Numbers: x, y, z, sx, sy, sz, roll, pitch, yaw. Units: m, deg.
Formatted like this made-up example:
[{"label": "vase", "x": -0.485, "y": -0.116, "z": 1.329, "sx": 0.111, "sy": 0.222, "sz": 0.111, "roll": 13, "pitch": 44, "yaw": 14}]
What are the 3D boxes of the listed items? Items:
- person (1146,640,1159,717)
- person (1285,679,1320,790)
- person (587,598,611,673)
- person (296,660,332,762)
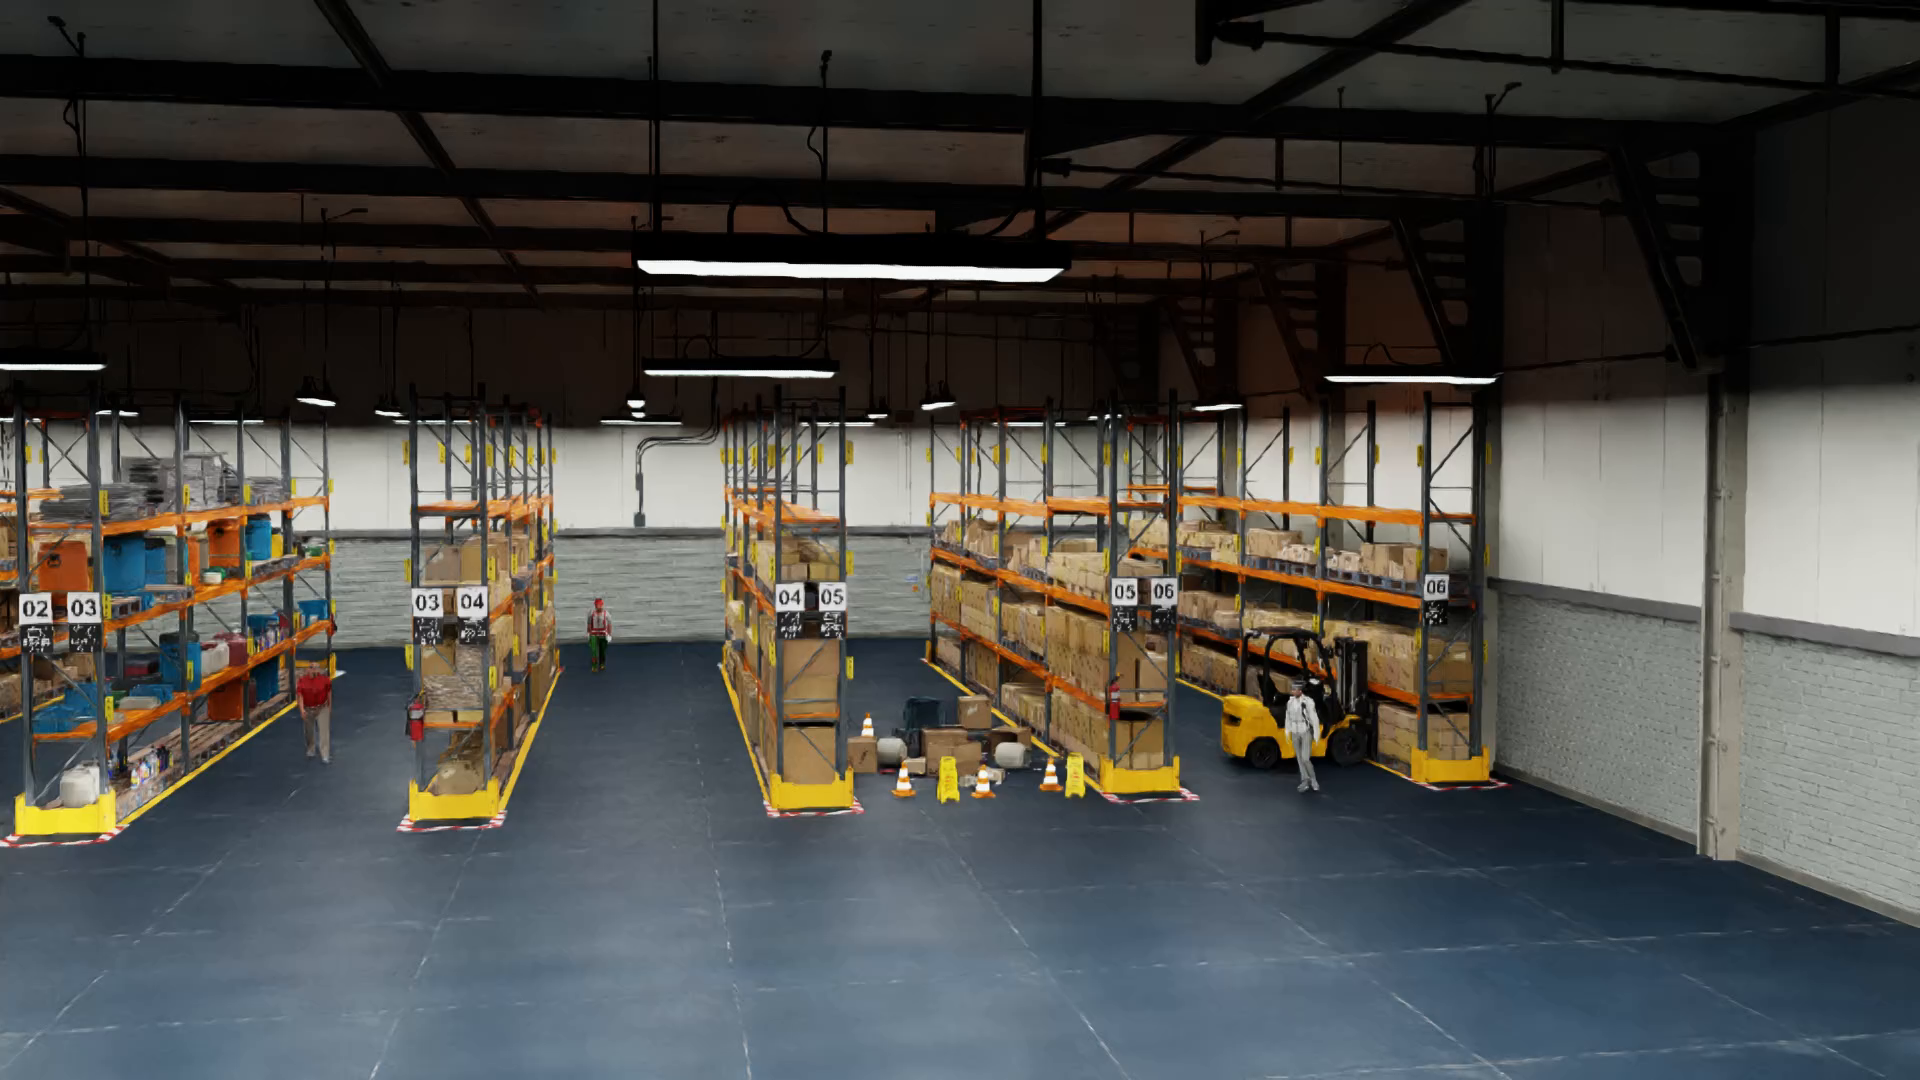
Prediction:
[{"label": "person", "x": 3.491, "y": 2.636, "z": 30.713, "sx": 0.450, "sy": 1.599, "sz": 0.467, "roll": 1, "pitch": 3, "yaw": 20}, {"label": "person", "x": 5.116, "y": 2.909, "z": 24.847, "sx": 0.576, "sy": 1.652, "sz": 0.412, "roll": 3, "pitch": 4, "yaw": 42}, {"label": "person", "x": -8.337, "y": 2.186, "z": 38.437, "sx": 0.550, "sy": 1.709, "sz": 1.128, "roll": -1, "pitch": 3, "yaw": -13}, {"label": "person", "x": -10.539, "y": 2.782, "z": 27.138, "sx": 0.536, "sy": 1.657, "sz": 1.037, "roll": -1, "pitch": 3, "yaw": -19}]
